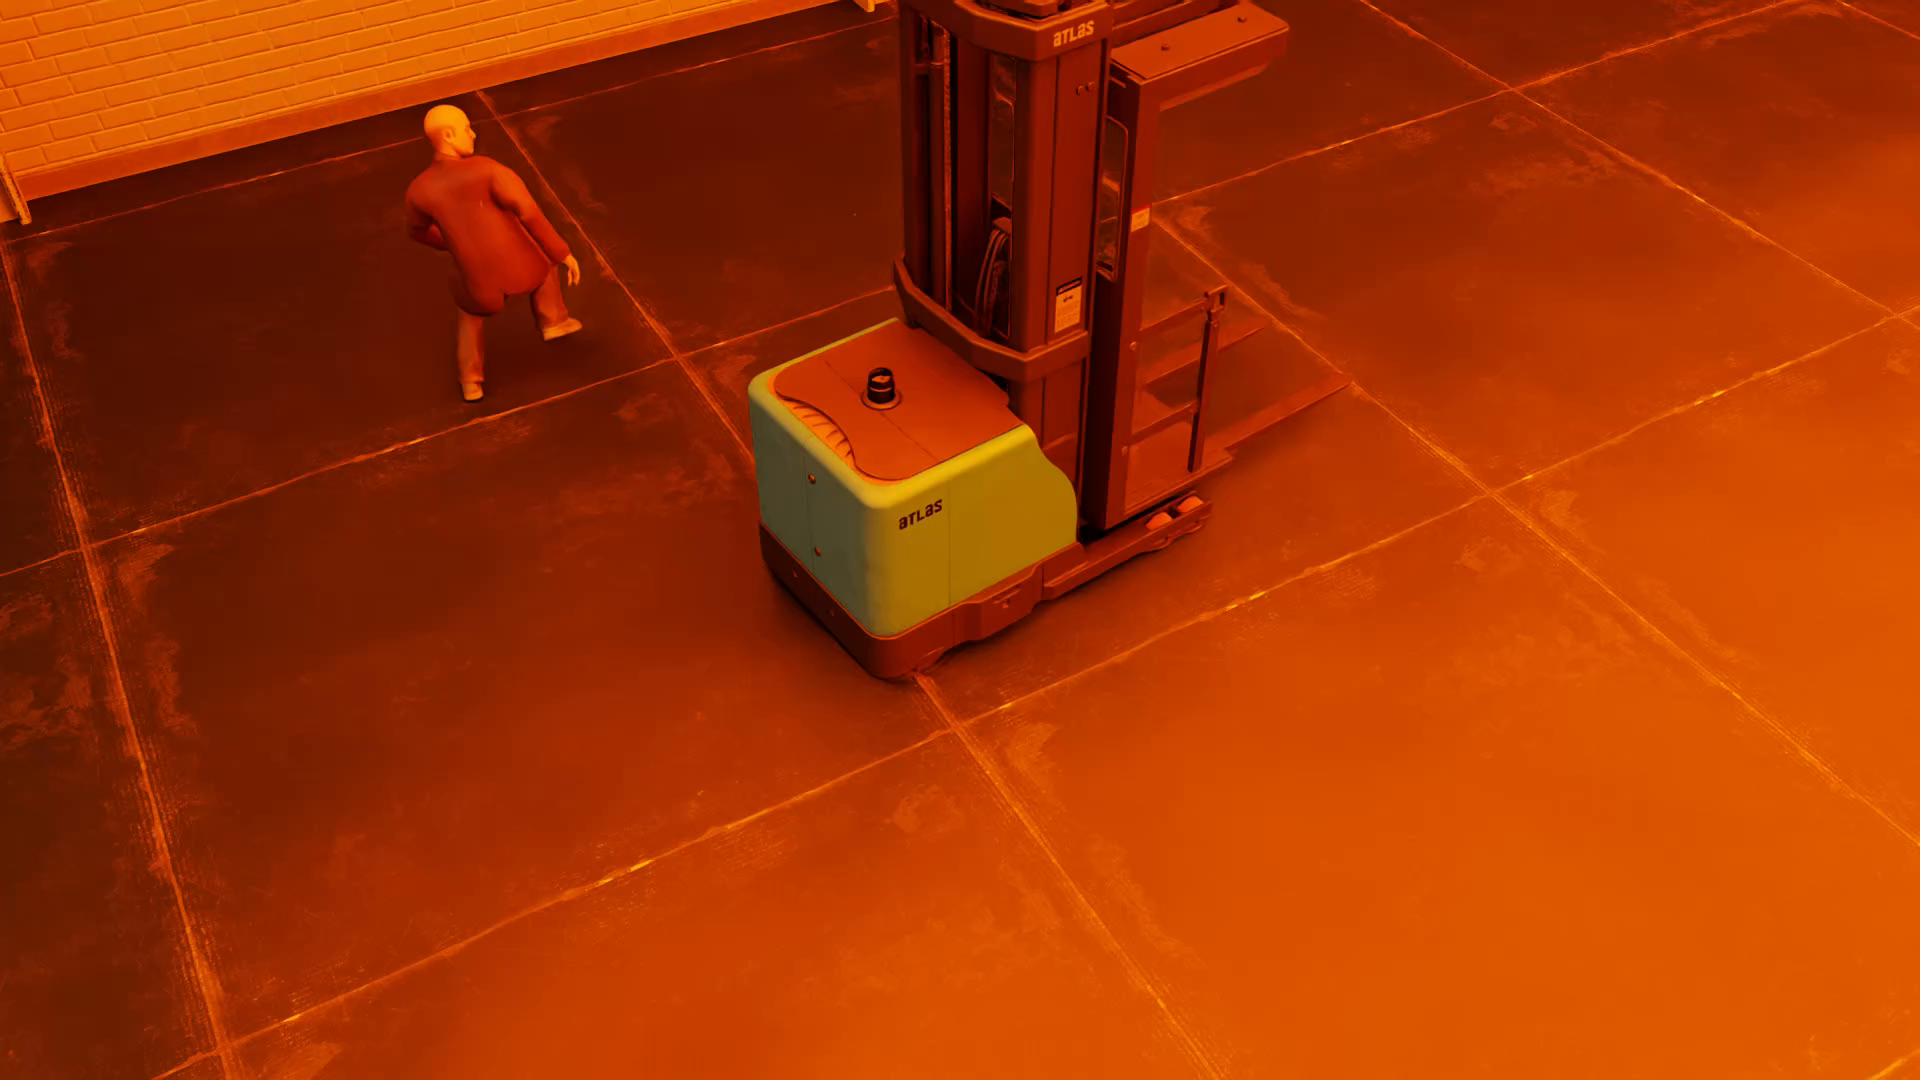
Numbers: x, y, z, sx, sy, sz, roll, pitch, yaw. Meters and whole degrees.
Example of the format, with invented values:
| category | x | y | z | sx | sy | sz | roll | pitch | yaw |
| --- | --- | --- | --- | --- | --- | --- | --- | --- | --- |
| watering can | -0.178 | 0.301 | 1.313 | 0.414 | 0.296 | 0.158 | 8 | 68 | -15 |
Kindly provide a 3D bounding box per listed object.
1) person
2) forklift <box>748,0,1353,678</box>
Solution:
| category | x | y | z | sx | sy | sz | roll | pitch | yaw |
| --- | --- | --- | --- | --- | --- | --- | --- | --- | --- |
| person | -2.322 | -1.471 | 8.344 | 0.832 | 1.545 | 0.705 | -5 | 43 | -6 |
| forklift | 0.575 | -1.300 | 7.100 | 3.031 | 2.935 | 1.130 | -27 | 49 | -26 |
